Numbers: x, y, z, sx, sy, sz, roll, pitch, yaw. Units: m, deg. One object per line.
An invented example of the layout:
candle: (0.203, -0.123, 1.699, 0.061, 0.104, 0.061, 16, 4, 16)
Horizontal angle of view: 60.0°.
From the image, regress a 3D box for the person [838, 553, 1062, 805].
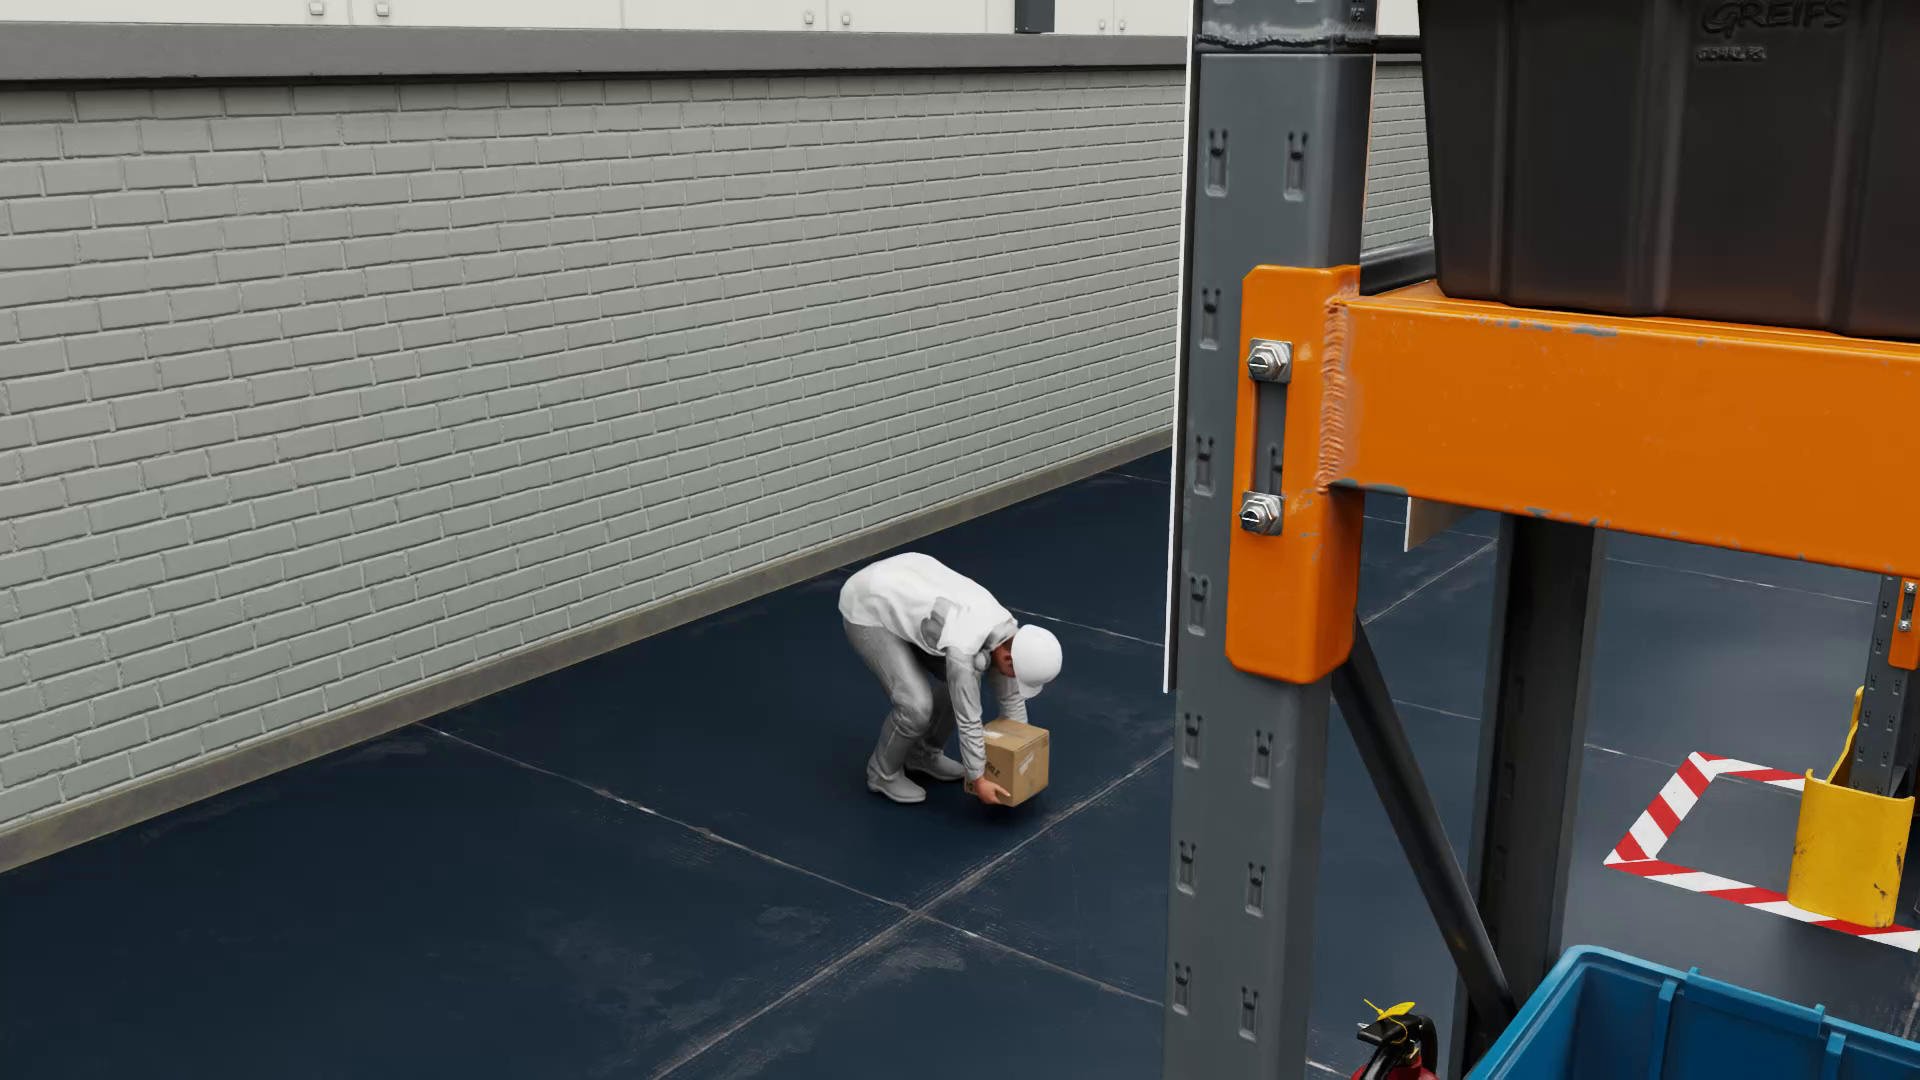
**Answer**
person: (-0.016, 0.587, 6.836, 0.985, 1.015, 0.503, 11, 20, 32)
